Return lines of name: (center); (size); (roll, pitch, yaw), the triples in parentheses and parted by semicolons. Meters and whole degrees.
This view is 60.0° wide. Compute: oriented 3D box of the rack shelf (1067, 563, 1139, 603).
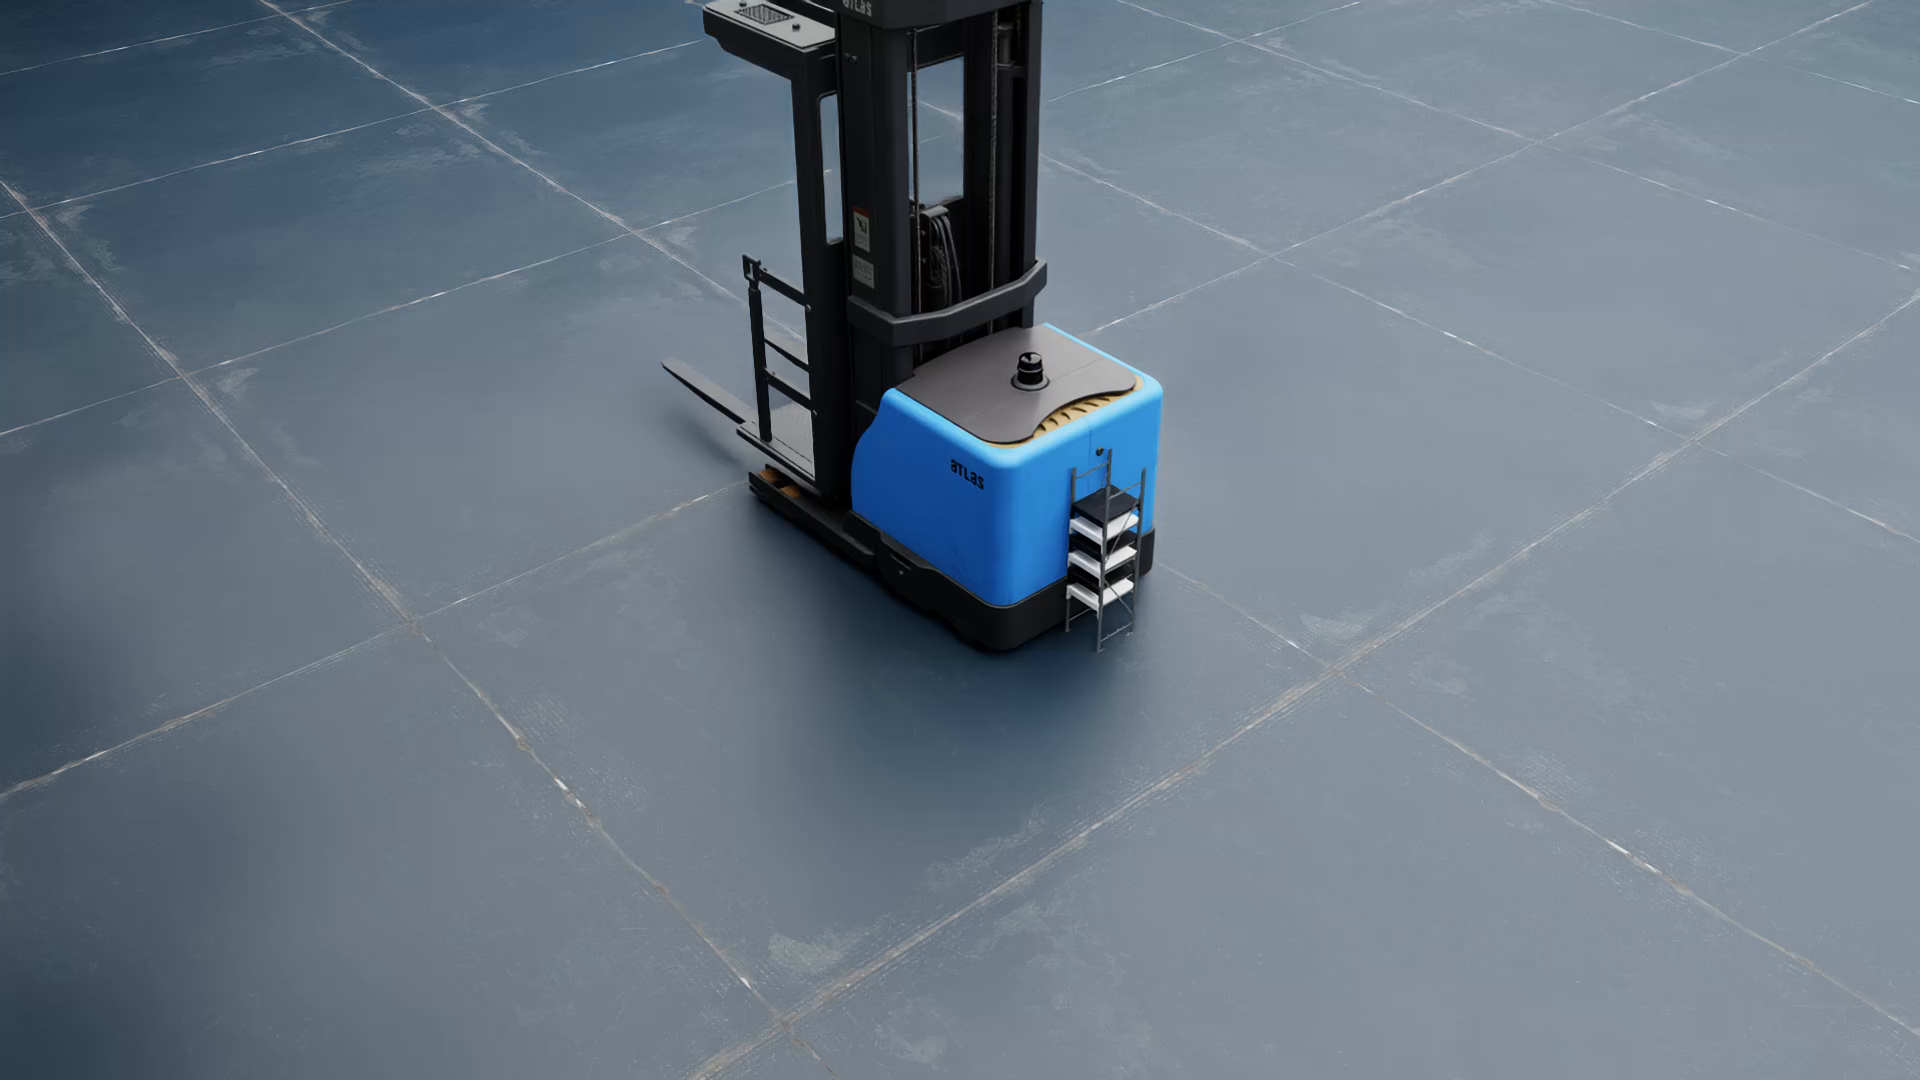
rack shelf: (0.640, 0.159, 7.460); (0.258, 0.077, 0.200); (-27, 43, -32)

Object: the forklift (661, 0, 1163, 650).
forklift: (-0.425, -1.478, 7.801); (1.130, 2.935, 3.031); (-27, 43, -32)

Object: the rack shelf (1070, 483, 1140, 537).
rack shelf: (0.640, -0.135, 7.252); (0.258, 0.077, 0.200); (-27, 43, -32)

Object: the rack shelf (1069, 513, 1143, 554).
rack shelf: (0.640, -0.061, 7.304); (0.258, 0.077, 0.200); (-27, 43, -32)

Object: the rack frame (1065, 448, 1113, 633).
rack frame: (0.573, 0.014, 7.451); (0.240, 0.900, 0.006); (-27, 43, -32)

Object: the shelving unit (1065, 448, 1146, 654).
shelving unit: (0.640, 0.059, 7.389); (0.258, 0.900, 0.210); (-27, 43, -32)

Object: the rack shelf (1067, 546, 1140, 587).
rack shelf: (0.640, 0.086, 7.408); (0.258, 0.077, 0.200); (-27, 43, -32)

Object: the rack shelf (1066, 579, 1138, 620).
rack shelf: (0.640, 0.233, 7.512); (0.258, 0.077, 0.200); (-27, 43, -32)

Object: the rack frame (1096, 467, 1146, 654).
rack frame: (0.707, 0.103, 7.326); (0.240, 0.900, 0.006); (-27, 43, -32)

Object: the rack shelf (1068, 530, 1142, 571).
rack shelf: (0.640, 0.012, 7.356); (0.258, 0.077, 0.200); (-27, 43, -32)
